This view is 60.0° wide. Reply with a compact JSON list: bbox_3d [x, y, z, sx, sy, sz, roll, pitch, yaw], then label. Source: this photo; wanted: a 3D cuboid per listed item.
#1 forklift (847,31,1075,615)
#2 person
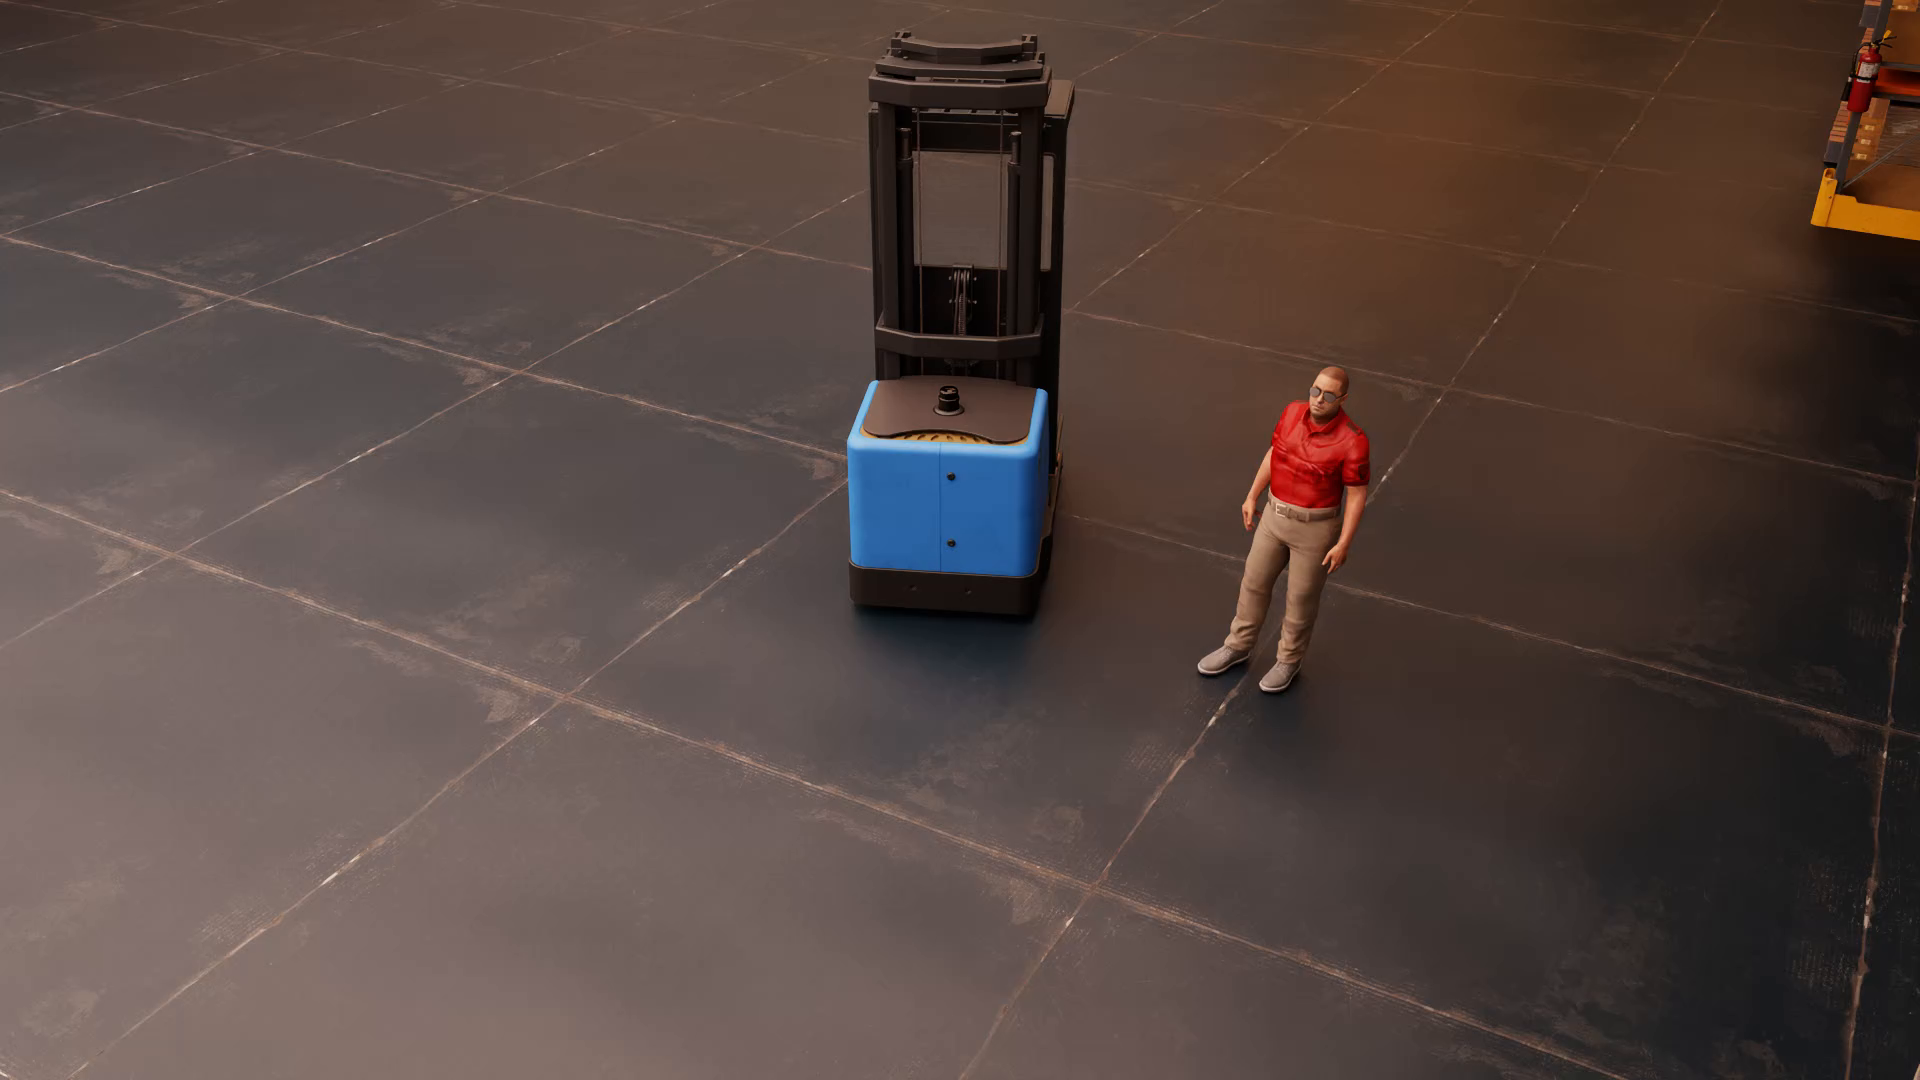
[{"bbox_3d":[0.072,-1.572,9.794,1.130,2.935,3.031,3,30,6],"label":"forklift"},{"bbox_3d":[1.644,-0.037,8.323,0.550,1.729,0.642,-25,38,-37],"label":"person"}]
